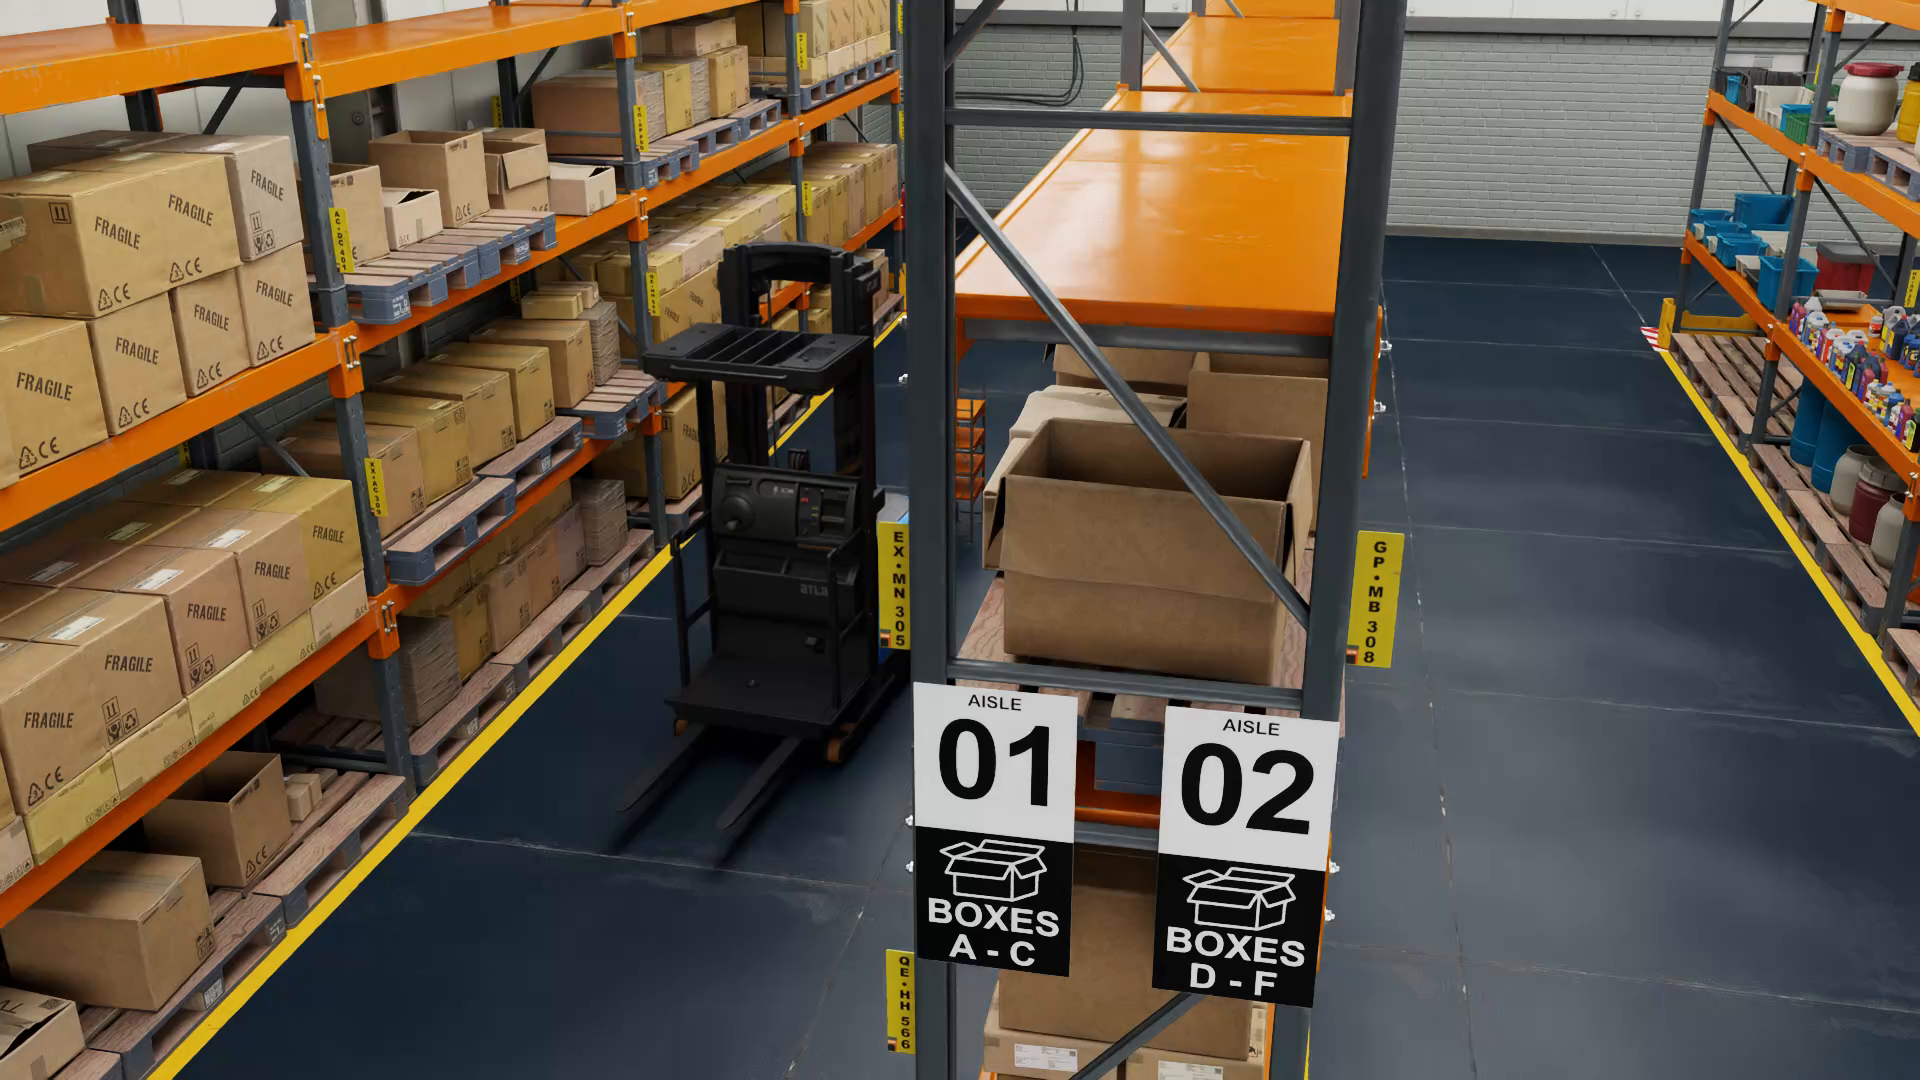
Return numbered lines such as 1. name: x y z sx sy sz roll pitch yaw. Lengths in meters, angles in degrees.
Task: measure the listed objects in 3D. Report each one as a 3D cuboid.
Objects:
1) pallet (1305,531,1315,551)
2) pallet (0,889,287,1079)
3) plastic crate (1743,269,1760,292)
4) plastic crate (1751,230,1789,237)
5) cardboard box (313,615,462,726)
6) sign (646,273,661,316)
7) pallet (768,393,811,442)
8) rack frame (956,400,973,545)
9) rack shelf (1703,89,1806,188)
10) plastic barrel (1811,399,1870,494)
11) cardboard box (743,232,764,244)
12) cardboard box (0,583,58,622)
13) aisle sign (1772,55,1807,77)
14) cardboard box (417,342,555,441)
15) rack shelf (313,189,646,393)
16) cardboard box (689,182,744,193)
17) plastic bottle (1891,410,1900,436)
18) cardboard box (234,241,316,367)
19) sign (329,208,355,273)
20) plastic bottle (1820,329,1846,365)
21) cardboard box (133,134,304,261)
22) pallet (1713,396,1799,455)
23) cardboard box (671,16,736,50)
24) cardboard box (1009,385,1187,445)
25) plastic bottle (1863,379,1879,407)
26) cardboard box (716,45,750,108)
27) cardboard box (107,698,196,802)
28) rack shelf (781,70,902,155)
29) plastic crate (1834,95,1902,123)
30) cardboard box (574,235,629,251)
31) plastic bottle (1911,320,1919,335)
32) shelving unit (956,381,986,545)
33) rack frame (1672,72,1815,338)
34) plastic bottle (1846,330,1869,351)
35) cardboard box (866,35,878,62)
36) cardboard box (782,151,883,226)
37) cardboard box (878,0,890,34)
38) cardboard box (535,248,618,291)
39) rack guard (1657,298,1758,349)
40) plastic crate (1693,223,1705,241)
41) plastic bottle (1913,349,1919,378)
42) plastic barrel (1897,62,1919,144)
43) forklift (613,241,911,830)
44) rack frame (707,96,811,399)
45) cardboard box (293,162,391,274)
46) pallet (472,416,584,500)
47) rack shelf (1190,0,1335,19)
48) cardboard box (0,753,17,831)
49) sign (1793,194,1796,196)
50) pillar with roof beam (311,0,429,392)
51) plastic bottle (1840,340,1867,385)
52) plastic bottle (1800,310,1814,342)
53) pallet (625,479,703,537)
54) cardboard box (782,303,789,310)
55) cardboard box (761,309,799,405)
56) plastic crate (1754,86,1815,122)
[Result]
1. pallet: 0.800 -0.131 5.767 1.003 0.211 1.213 4 22 11
2. pallet: -4.000 2.074 7.922 1.003 0.211 1.213 4 22 11
3. plastic crate: 7.646 -2.416 15.626 0.437 0.125 0.590 4 22 11
4. plastic crate: 8.508 -3.143 17.414 0.396 0.136 0.243 4 22 11
5. cardboard box: -3.517 0.769 10.185 0.700 0.500 0.500 5 23 13
6. sign: -2.301 -1.841 12.466 0.100 0.325 0.005 4 22 11
7. pallet: -2.102 -1.260 16.199 1.003 0.211 1.213 4 22 11
8. rack frame: -0.016 -0.528 13.058 0.240 1.200 0.015 4 22 11
9. rack shelf: 8.089 -3.875 15.908 1.077 0.370 4.000 4 22 11
10. plastic barrel: 7.408 -0.851 13.698 0.600 0.901 0.708 4 22 11
11. cardboard box: -2.071 -2.477 14.929 0.500 0.500 0.500 4 22 11
12. cardboard box: -4.262 0.514 7.232 0.500 0.500 0.500 5 22 12
13. aisle sign: 8.798 -4.759 17.675 0.394 0.787 0.004 4 22 11
14. cardboard box: -3.153 -0.999 11.096 0.700 0.500 0.500 4 22 11
15. rack shelf: -3.242 -1.705 10.519 1.077 0.370 4.000 4 22 11
16. cardboard box: -2.367 -3.234 15.807 0.500 0.250 0.500 5 23 13
17. plastic bottle: 6.618 -0.837 11.682 0.097 0.201 0.097 0 22 0
18. cardboard box: -3.512 -1.158 8.038 0.500 0.500 0.500 5 22 12
19. sign: -3.118 -1.508 8.376 0.100 0.325 0.005 4 22 11
20. plastic bottle: 7.024 -1.550 13.352 0.152 0.276 0.135 4 22 11
21. cardboard box: -3.487 -1.623 7.853 0.500 0.500 0.500 3 22 6
22. pallet: 7.793 -1.065 15.714 1.003 0.211 1.213 4 22 11
23. cardboard box: -2.326 -4.519 14.818 0.500 0.250 0.500 6 23 15
24. cardboard box: 0.474 -0.331 5.515 0.500 0.311 0.500 7 23 17
25. plastic bottle: 6.757 -1.086 12.301 0.097 0.201 0.097 0 22 0
26. cardboard box: -2.305 -4.170 14.954 0.700 0.500 0.500 3 22 8
27. cardboard box: -3.749 0.892 7.298 0.500 0.250 0.500 5 22 11
28. rack shelf: -1.610 -4.631 17.784 1.077 0.370 4.000 4 22 11
29. plastic crate: 8.202 -3.850 15.058 0.497 0.269 0.590 4 22 11
30. cardboard box: -2.887 -2.295 13.474 0.500 0.250 0.500 4 22 9
31. plastic bottle: 7.776 -1.635 13.463 0.144 0.351 0.185 4 22 11
32. shelving unit: 0.034 -0.617 13.280 0.258 1.200 0.503 4 22 11
33. rack frame: 8.497 -3.549 18.151 1.000 3.000 0.127 4 22 11
34. plastic bottle: 7.173 -1.538 13.324 0.152 0.276 0.135 4 22 11
35. cardboard box: -1.197 -5.389 18.208 0.500 0.250 0.500 4 22 9
36. cardboard box: -1.434 -3.989 18.842 0.980 0.700 0.700 4 22 10
37. cardboard box: -1.084 -5.927 18.540 0.500 0.500 0.500 4 22 11
38. cardboard box: -2.996 -2.106 13.004 0.500 0.250 0.500 5 22 12
39. rack guard: 8.489 -2.399 18.642 1.175 0.500 0.348 4 22 11
40. plastic crate: 7.978 -3.278 17.751 0.250 0.136 0.298 4 22 11
41. plastic bottle: 7.538 -1.408 13.007 0.097 0.271 0.097 0 22 0
42. plastic barrel: 7.693 -3.410 12.977 0.600 0.588 0.600 0 22 0
43. forklift: -1.129 -0.179 9.875 1.130 2.935 3.031 7 23 16
44. rack frame: -2.018 -2.841 16.394 1.000 3.000 0.127 4 22 11
45. cardboard box: -3.461 -1.742 8.953 0.500 0.500 0.500 8 23 19
46. pallet: -3.198 -0.562 10.992 1.003 0.211 1.213 4 22 11
47. rack shelf: 2.424 -3.997 12.731 1.077 0.370 4.000 4 22 11
48. cardboard box: -3.965 0.928 6.204 0.500 0.500 0.500 5 22 11
49. sign: 9.039 -3.589 18.031 0.100 0.325 0.005 4 22 11
50. pillar with roof beam: 0.268 -3.424 9.809 9.100 9.000 0.400 4 22 11
51. plastic bottle: 6.901 -1.370 12.807 0.144 0.351 0.185 4 22 11
52. plastic bottle: 7.135 -1.797 13.972 0.097 0.271 0.097 0 22 0
53. pallet: -2.600 -0.368 13.984 1.003 0.211 1.213 4 22 11
54. cardboard box: -1.989 -2.405 17.226 0.380 0.149 0.250 4 22 11
55. cardboard box: -2.024 -1.791 16.102 0.750 0.750 0.750 5 22 12
56. plastic crate: 7.742 -4.098 15.658 0.437 0.282 0.530 4 22 11
